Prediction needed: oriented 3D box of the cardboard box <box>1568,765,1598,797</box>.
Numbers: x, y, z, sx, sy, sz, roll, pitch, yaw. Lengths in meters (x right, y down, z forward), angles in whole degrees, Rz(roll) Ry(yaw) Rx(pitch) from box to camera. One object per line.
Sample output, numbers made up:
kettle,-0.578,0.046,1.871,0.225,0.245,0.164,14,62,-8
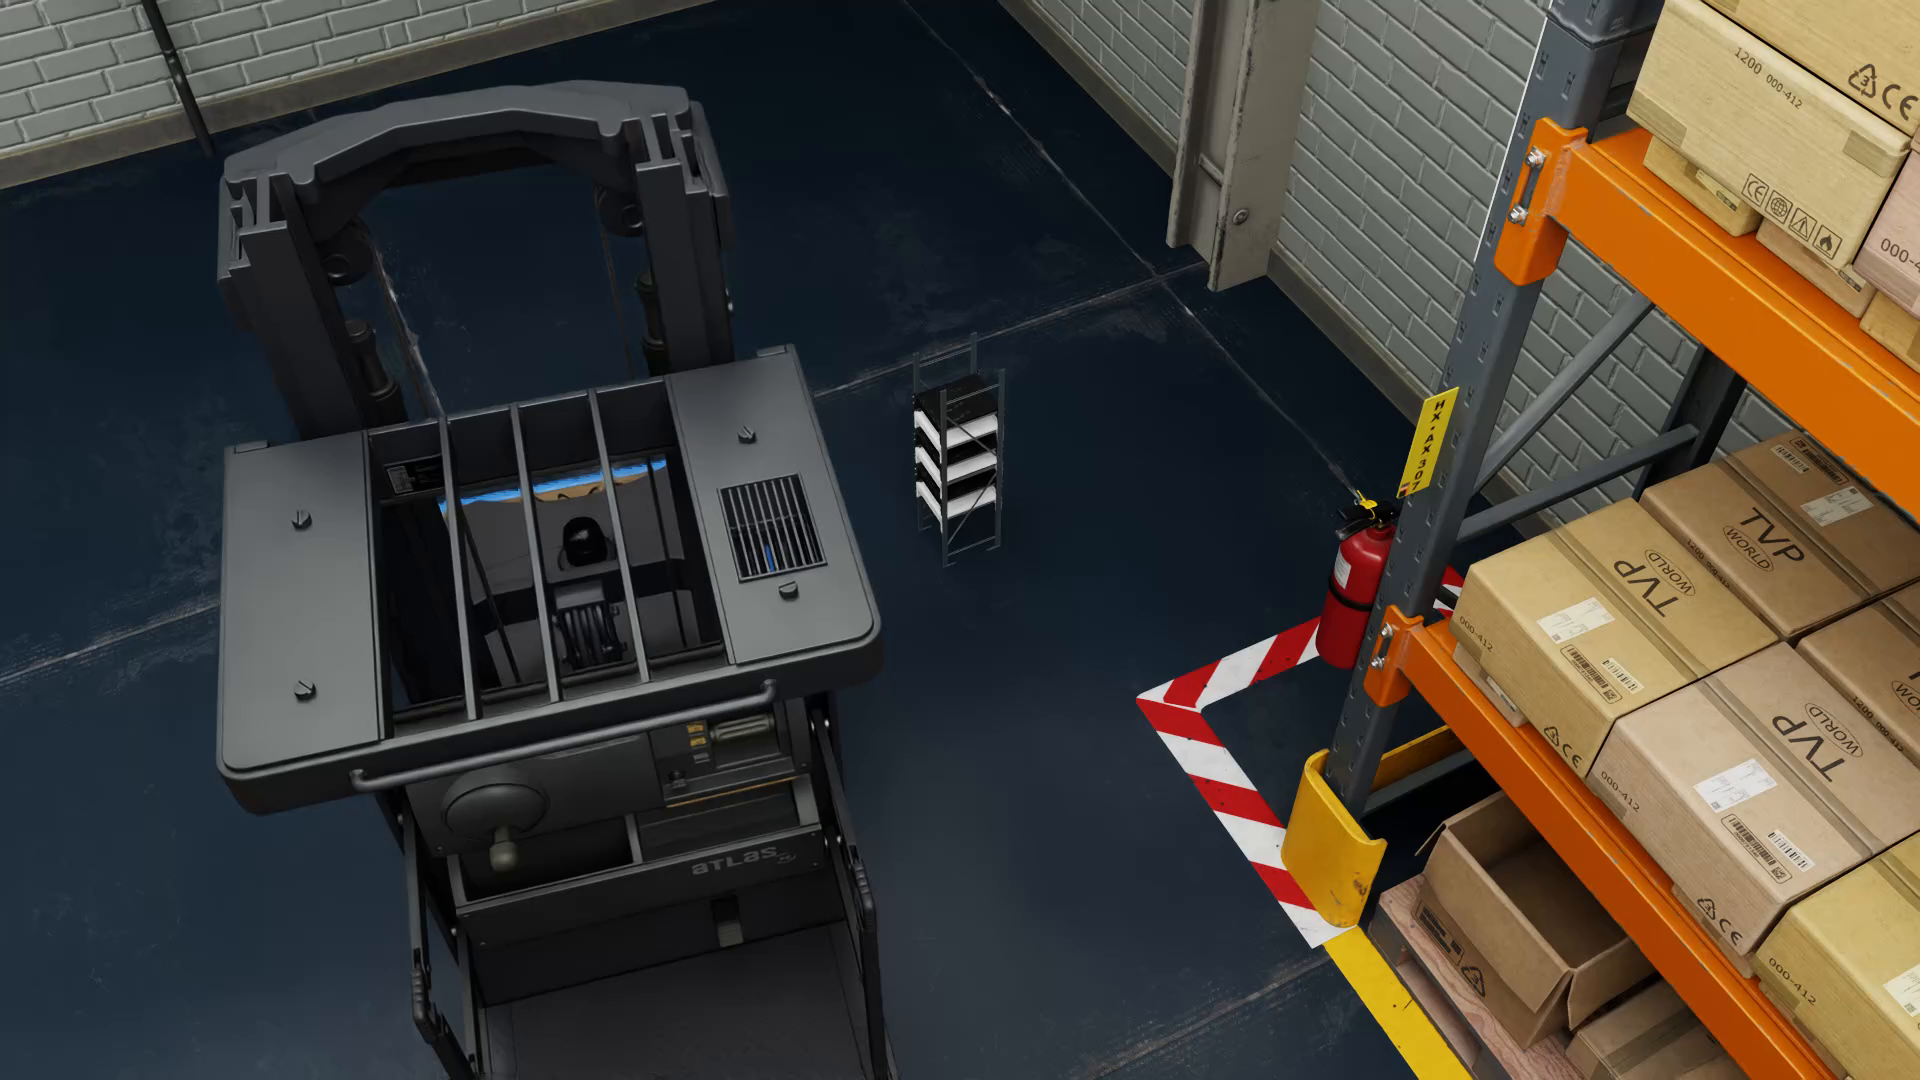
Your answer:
cardboard box,1.638,0.426,4.052,0.380,0.149,0.250,-20,52,-17

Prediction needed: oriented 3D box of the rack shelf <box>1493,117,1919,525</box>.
rack shelf,2.489,0.462,2.338,1.077,0.370,4.000,-21,52,-18

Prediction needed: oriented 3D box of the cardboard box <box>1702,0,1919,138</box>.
cardboard box,1.554,-0.943,2.659,0.500,0.250,0.500,-22,52,-18

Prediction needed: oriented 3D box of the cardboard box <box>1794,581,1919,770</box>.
cardboard box,2.255,0.388,3.820,0.500,0.250,0.500,-21,52,-17

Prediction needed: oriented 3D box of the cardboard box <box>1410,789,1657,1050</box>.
cardboard box,1.770,1.000,4.762,0.797,0.503,0.637,-23,53,-19

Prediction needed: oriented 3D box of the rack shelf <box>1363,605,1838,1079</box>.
rack shelf,2.489,1.450,3.467,1.077,0.370,4.000,-21,52,-18

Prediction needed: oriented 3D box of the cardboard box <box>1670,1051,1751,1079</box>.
cardboard box,2.126,1.586,4.251,0.700,0.500,0.500,-19,52,-16

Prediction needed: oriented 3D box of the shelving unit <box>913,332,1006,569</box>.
shelving unit,-0.004,-0.302,5.916,0.258,0.900,0.210,-21,52,-18

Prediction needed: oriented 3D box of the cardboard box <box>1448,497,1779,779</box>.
cardboard box,1.542,0.222,3.965,0.500,0.250,0.500,-21,52,-17

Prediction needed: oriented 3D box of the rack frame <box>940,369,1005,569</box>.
rack frame,0.043,-0.234,5.857,0.240,0.900,0.006,-21,52,-18

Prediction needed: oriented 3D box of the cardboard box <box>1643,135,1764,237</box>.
cardboard box,1.513,-0.737,3.076,0.380,0.149,0.250,-20,52,-17

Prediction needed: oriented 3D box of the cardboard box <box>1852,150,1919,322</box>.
cardboard box,1.785,-0.438,2.549,0.500,0.250,0.500,-20,52,-17

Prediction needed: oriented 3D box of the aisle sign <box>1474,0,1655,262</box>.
aisle sign,1.282,-0.926,3.340,0.394,0.787,0.004,-21,52,-18

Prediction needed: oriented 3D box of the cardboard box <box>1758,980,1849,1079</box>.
cardboard box,1.977,0.956,3.588,0.380,0.149,0.250,-20,52,-17

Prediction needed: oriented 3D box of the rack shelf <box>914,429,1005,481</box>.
rack shelf,-0.004,-0.339,5.873,0.258,0.077,0.200,-21,52,-18

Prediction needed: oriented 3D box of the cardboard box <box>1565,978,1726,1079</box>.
cardboard box,1.929,1.414,4.635,0.380,0.149,0.250,-23,53,-19

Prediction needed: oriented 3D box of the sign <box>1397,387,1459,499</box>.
sign,1.092,-0.224,3.878,0.100,0.325,0.005,-21,52,-18

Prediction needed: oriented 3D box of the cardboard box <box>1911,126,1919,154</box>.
cardboard box,1.770,-0.596,2.356,0.500,0.250,0.500,-22,52,-18

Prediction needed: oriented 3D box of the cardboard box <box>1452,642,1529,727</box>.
cardboard box,1.480,0.271,4.187,0.380,0.149,0.250,-22,52,-18

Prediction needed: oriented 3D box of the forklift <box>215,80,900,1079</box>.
forklift,-0.766,0.617,3.763,1.130,2.935,3.031,-12,50,-10

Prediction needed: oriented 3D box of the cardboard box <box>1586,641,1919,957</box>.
cardboard box,1.773,0.559,3.670,0.500,0.250,0.500,-21,52,-17

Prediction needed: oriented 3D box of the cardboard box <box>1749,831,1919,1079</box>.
cardboard box,2.008,0.897,3.374,0.500,0.250,0.500,-22,52,-18

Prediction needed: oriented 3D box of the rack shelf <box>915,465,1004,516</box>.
rack shelf,-0.004,-0.220,6.009,0.258,0.077,0.200,-21,52,-18

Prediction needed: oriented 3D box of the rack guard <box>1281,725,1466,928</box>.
rack guard,1.609,0.748,5.264,1.175,0.500,0.348,-21,52,-18

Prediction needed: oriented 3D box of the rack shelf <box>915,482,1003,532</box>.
rack shelf,-0.004,-0.161,6.077,0.258,0.077,0.200,-21,52,-18

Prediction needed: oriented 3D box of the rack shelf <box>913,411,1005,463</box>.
rack shelf,-0.004,-0.398,5.806,0.258,0.077,0.200,-21,52,-18

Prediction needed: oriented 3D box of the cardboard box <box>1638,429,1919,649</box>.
cardboard box,2.020,0.042,4.123,0.500,0.250,0.500,-20,52,-16

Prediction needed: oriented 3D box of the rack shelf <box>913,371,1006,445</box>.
rack shelf,-0.004,-0.458,5.738,0.258,0.077,0.200,-21,52,-18

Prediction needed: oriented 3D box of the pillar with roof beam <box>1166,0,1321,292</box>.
pillar with roof beam,-2.686,-2.733,2.662,9.100,9.000,0.400,-21,52,-18

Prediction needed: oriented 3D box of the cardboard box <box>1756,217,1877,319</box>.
cardboard box,1.656,-0.571,2.931,0.380,0.149,0.250,-20,52,-17

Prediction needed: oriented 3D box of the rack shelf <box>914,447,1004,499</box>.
rack shelf,-0.004,-0.280,5.941,0.258,0.077,0.200,-21,52,-18

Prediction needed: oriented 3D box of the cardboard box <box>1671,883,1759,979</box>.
cardboard box,1.850,0.780,3.742,0.380,0.149,0.250,-20,52,-16

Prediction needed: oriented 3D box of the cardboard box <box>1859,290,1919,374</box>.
cardboard box,1.759,-0.393,2.775,0.380,0.149,0.250,-21,52,-17

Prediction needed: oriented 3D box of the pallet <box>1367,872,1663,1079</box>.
pallet,1.974,1.376,4.906,1.003,0.211,1.213,-21,52,-18

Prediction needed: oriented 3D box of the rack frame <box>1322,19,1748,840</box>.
rack frame,1.574,-0.126,4.367,1.000,3.000,0.127,-21,52,-18

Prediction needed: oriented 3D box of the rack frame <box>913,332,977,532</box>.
rack frame,-0.050,-0.370,5.976,0.240,0.900,0.006,-21,52,-18

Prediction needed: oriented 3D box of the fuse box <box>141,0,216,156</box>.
fuse box,-3.504,-2.381,7.196,0.539,1.711,0.414,-21,52,-18

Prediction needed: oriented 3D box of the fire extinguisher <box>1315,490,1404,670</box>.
fire extinguisher,1.096,0.083,4.484,0.296,0.674,0.183,-21,52,-18

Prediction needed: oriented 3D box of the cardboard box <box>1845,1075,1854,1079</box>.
cardboard box,2.026,1.151,3.418,0.380,0.149,0.250,-23,53,-19

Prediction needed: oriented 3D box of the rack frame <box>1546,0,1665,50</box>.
rack frame,1.574,-2.101,2.109,1.000,3.000,0.127,-21,52,-18

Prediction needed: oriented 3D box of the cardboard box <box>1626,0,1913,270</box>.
cardboard box,1.534,-0.771,2.841,0.500,0.250,0.500,-22,52,-18
